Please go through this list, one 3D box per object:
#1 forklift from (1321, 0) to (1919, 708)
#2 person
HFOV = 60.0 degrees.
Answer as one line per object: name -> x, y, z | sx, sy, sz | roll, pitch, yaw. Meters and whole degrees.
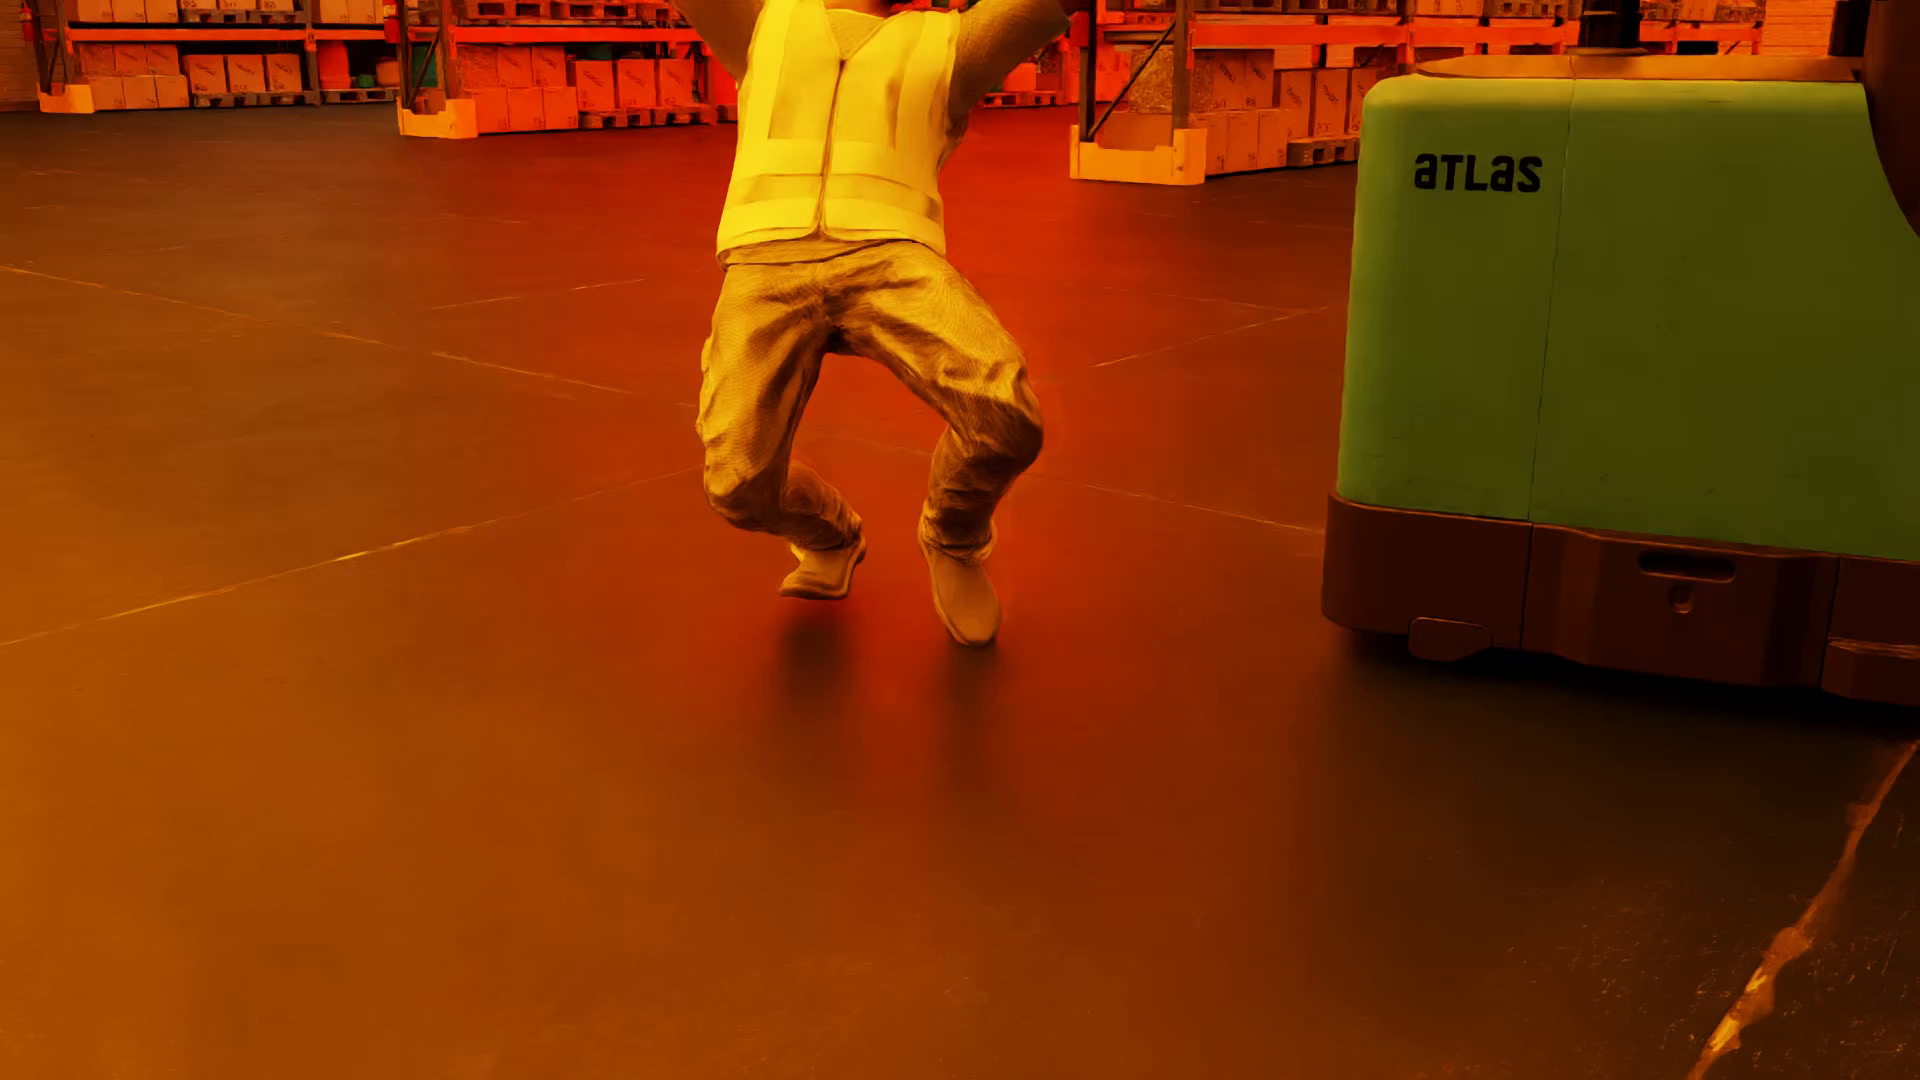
forklift -> 2.269, -1.146, 2.673 | 3.031, 2.935, 1.130 | 7, 18, 21
person -> -0.046, -0.627, 3.158 | 1.078, 1.688, 0.796 | 1, 17, 2
